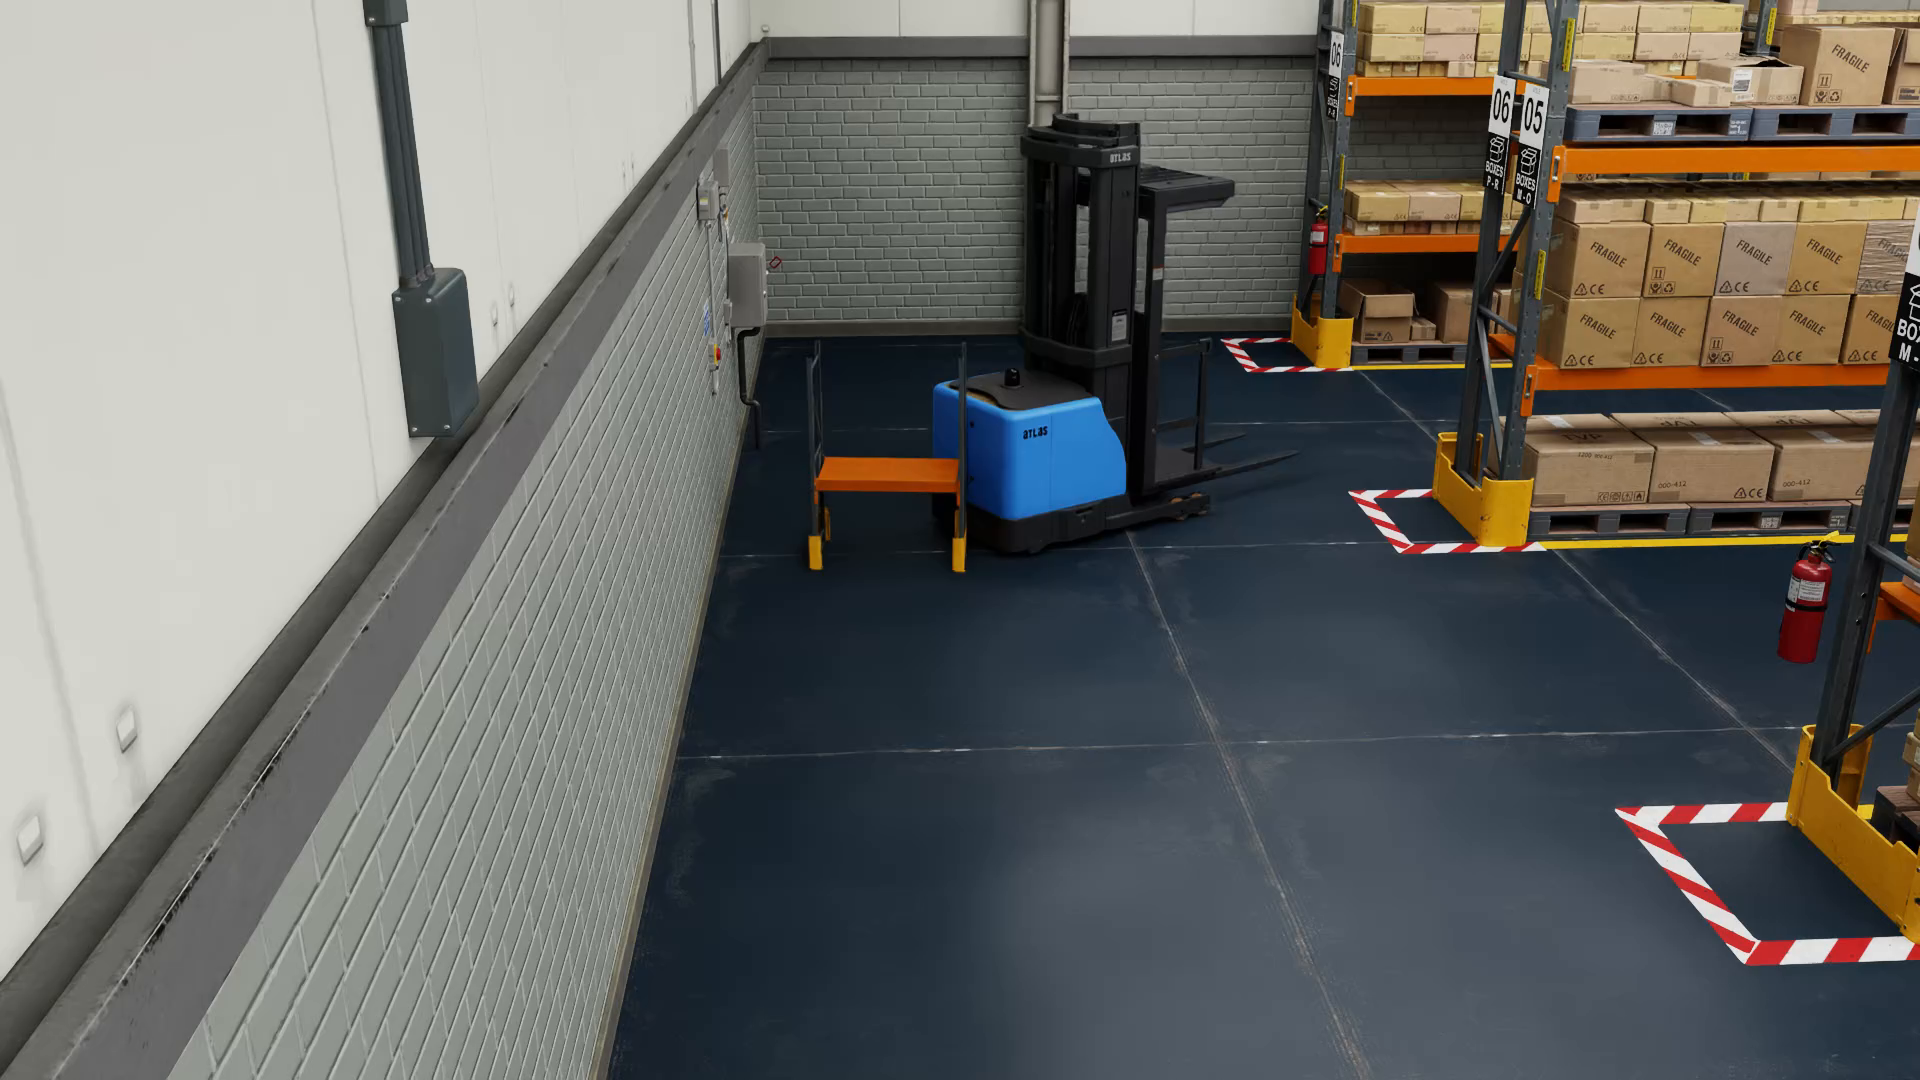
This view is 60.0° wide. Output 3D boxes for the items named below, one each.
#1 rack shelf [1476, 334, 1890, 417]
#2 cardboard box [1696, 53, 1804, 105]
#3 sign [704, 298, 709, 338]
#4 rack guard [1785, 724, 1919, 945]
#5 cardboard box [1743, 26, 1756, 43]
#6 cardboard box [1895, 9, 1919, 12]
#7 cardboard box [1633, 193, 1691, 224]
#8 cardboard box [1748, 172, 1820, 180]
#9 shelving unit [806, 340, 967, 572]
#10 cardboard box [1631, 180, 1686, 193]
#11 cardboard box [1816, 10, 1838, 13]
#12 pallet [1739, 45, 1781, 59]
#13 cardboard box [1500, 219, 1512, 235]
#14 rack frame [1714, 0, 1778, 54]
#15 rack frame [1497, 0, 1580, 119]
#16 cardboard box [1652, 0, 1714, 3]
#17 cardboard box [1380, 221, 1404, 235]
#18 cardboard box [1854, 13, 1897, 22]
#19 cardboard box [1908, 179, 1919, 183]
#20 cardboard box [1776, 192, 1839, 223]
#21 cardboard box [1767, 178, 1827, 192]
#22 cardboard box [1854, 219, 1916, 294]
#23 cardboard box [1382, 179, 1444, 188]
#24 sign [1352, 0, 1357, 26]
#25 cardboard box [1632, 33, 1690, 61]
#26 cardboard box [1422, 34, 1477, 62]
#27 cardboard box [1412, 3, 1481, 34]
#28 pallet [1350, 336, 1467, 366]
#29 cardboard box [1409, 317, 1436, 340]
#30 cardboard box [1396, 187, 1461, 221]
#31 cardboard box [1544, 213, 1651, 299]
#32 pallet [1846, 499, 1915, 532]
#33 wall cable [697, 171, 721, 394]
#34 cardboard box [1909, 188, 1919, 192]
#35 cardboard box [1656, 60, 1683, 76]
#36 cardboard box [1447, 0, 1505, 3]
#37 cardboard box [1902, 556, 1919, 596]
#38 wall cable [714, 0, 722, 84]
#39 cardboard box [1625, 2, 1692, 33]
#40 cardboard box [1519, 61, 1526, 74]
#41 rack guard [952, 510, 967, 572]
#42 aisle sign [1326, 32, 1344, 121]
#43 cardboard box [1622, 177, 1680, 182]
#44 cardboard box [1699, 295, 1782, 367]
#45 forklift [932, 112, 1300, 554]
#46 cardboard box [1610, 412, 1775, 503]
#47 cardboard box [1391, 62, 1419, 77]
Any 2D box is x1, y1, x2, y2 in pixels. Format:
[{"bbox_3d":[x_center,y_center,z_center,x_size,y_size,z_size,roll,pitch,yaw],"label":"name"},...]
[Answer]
[{"bbox_3d":[5.916,-1.265,12.239,4.000,0.370,1.077,-1,21,-3],"label":"rack shelf"},{"bbox_3d":[5.417,-3.176,11.427,0.500,0.311,0.500,-1,21,-2],"label":"cardboard box"},{"bbox_3d":[-1.767,-1.546,11.585,0.001,0.218,0.327,-1,21,-3],"label":"sign"},{"bbox_3d":[4.379,1.363,7.840,0.348,0.500,1.175,-1,21,-3],"label":"rack guard"},{"bbox_3d":[7.925,-4.963,16.348,0.250,0.149,0.380,-1,21,-3],"label":"cardboard box"},{"bbox_3d":[9.456,-5.160,16.446,0.250,0.149,0.380,-1,21,-2],"label":"cardboard box"},{"bbox_3d":[4.814,-2.282,11.441,0.250,0.149,0.380,-1,21,-1],"label":"cardboard box"},{"bbox_3d":[8.122,-3.578,16.573,0.500,0.500,0.700,-1,21,-2],"label":"cardboard box"},{"bbox_3d":[-0.500,-0.588,11.557,1.083,1.500,0.587,1,21,2],"label":"shelving unit"},{"bbox_3d":[5.025,-2.495,12.002,0.250,0.149,0.380,-1,21,-2],"label":"cardboard box"},{"bbox_3d":[8.423,-5.140,16.395,0.250,0.149,0.380,-2,21,-4],"label":"cardboard box"},{"bbox_3d":[8.281,-4.707,16.318,1.003,0.211,1.213,-1,21,-3],"label":"pallet"},{"bbox_3d":[5.266,-3.124,16.464,0.250,0.149,0.380,-2,21,-5],"label":"cardboard box"},{"bbox_3d":[7.626,-6.209,15.781,0.127,3.000,1.000,-1,21,-3],"label":"rack frame"},{"bbox_3d":[3.920,-4.364,10.937,0.127,3.000,1.000,-1,21,-3],"label":"rack frame"},{"bbox_3d":[7.116,-5.200,16.438,0.500,0.250,0.500,-1,21,-4],"label":"cardboard box"},{"bbox_3d":[4.228,-3.137,16.498,0.250,0.149,0.380,-1,21,-2],"label":"cardboard box"},{"bbox_3d":[8.723,-4.957,15.914,0.250,0.149,0.380,-1,21,-4],"label":"cardboard box"},{"bbox_3d":[7.075,-2.514,12.050,0.250,0.149,0.380,-1,21,-4],"label":"cardboard box"},{"bbox_3d":[5.841,-2.303,11.497,0.250,0.149,0.380,-2,21,-4],"label":"cardboard box"},{"bbox_3d":[6.062,-2.520,12.068,0.250,0.149,0.380,-1,21,-3],"label":"cardboard box"},{"bbox_3d":[6.443,-2.027,11.683,0.500,0.500,0.500,-1,21,-2],"label":"cardboard box"},{"bbox_3d":[4.592,-3.506,16.907,0.500,0.250,0.500,-1,21,-3],"label":"cardboard box"},{"bbox_3d":[3.664,-4.941,15.440,0.005,0.325,0.100,-1,21,-3],"label":"sign"},{"bbox_3d":[6.640,-4.763,15.992,0.500,0.250,0.500,-2,21,-5],"label":"cardboard box"},{"bbox_3d":[4.598,-4.724,15.890,0.500,0.250,0.500,-1,21,-2],"label":"cardboard box"},{"bbox_3d":[4.599,-4.952,15.785,0.500,0.250,0.500,-1,21,-3],"label":"cardboard box"},{"bbox_3d":[4.504,-2.038,17.179,1.213,0.211,1.003,-1,21,-3],"label":"pallet"},{"bbox_3d":[4.675,-2.161,16.998,0.250,0.149,0.380,-2,21,-5],"label":"cardboard box"},{"bbox_3d":[4.604,-3.316,16.409,0.500,0.250,0.500,-1,21,-2],"label":"cardboard box"},{"bbox_3d":[4.415,-1.983,11.568,0.500,0.500,0.500,-2,21,-4],"label":"cardboard box"},{"bbox_3d":[7.150,-0.351,12.746,1.213,0.211,1.003,-1,21,-3],"label":"pallet"},{"bbox_3d":[-1.708,-1.927,11.495,0.123,1.953,0.585,-1,21,-3],"label":"wall cable"},{"bbox_3d":[6.853,-2.360,11.646,0.250,0.149,0.380,-1,21,-3],"label":"cardboard box"},{"bbox_3d":[6.771,-4.571,16.048,0.250,0.149,0.380,0,21,-1],"label":"cardboard box"},{"bbox_3d":[5.094,-5.161,16.335,0.500,0.250,0.500,-1,21,-3],"label":"cardboard box"},{"bbox_3d":[4.613,0.206,7.717,0.250,0.149,0.380,-1,21,-3],"label":"cardboard box"},{"bbox_3d":[-1.905,-5.424,13.667,0.133,3.039,2.988,-1,21,-3],"label":"wall cable"},{"bbox_3d":[6.630,-5.000,15.913,0.500,0.250,0.500,-1,21,-4],"label":"cardboard box"},{"bbox_3d":[5.241,-4.549,15.991,0.250,0.149,0.380,-1,21,-4],"label":"cardboard box"},{"bbox_3d":[-0.002,0.004,11.760,0.087,0.250,0.587,1,21,2],"label":"rack guard"},{"bbox_3d":[3.581,-4.433,15.895,0.004,0.787,0.394,-1,21,-3],"label":"aisle sign"},{"bbox_3d":[7.116,-3.560,17.048,0.500,0.250,0.500,-1,21,-4],"label":"cardboard box"},{"bbox_3d":[5.428,-1.539,11.807,0.500,0.500,0.500,-1,21,-3],"label":"cardboard box"},{"bbox_3d":[1.294,-1.659,12.360,3.031,2.935,1.130,-14,25,-32],"label":"forklift"},{"bbox_3d":[5.486,-0.630,12.570,0.875,0.438,0.875,-1,21,-2],"label":"cardboard box"},{"bbox_3d":[4.224,-4.547,15.985,0.250,0.149,0.380,-1,21,-2],"label":"cardboard box"}]
